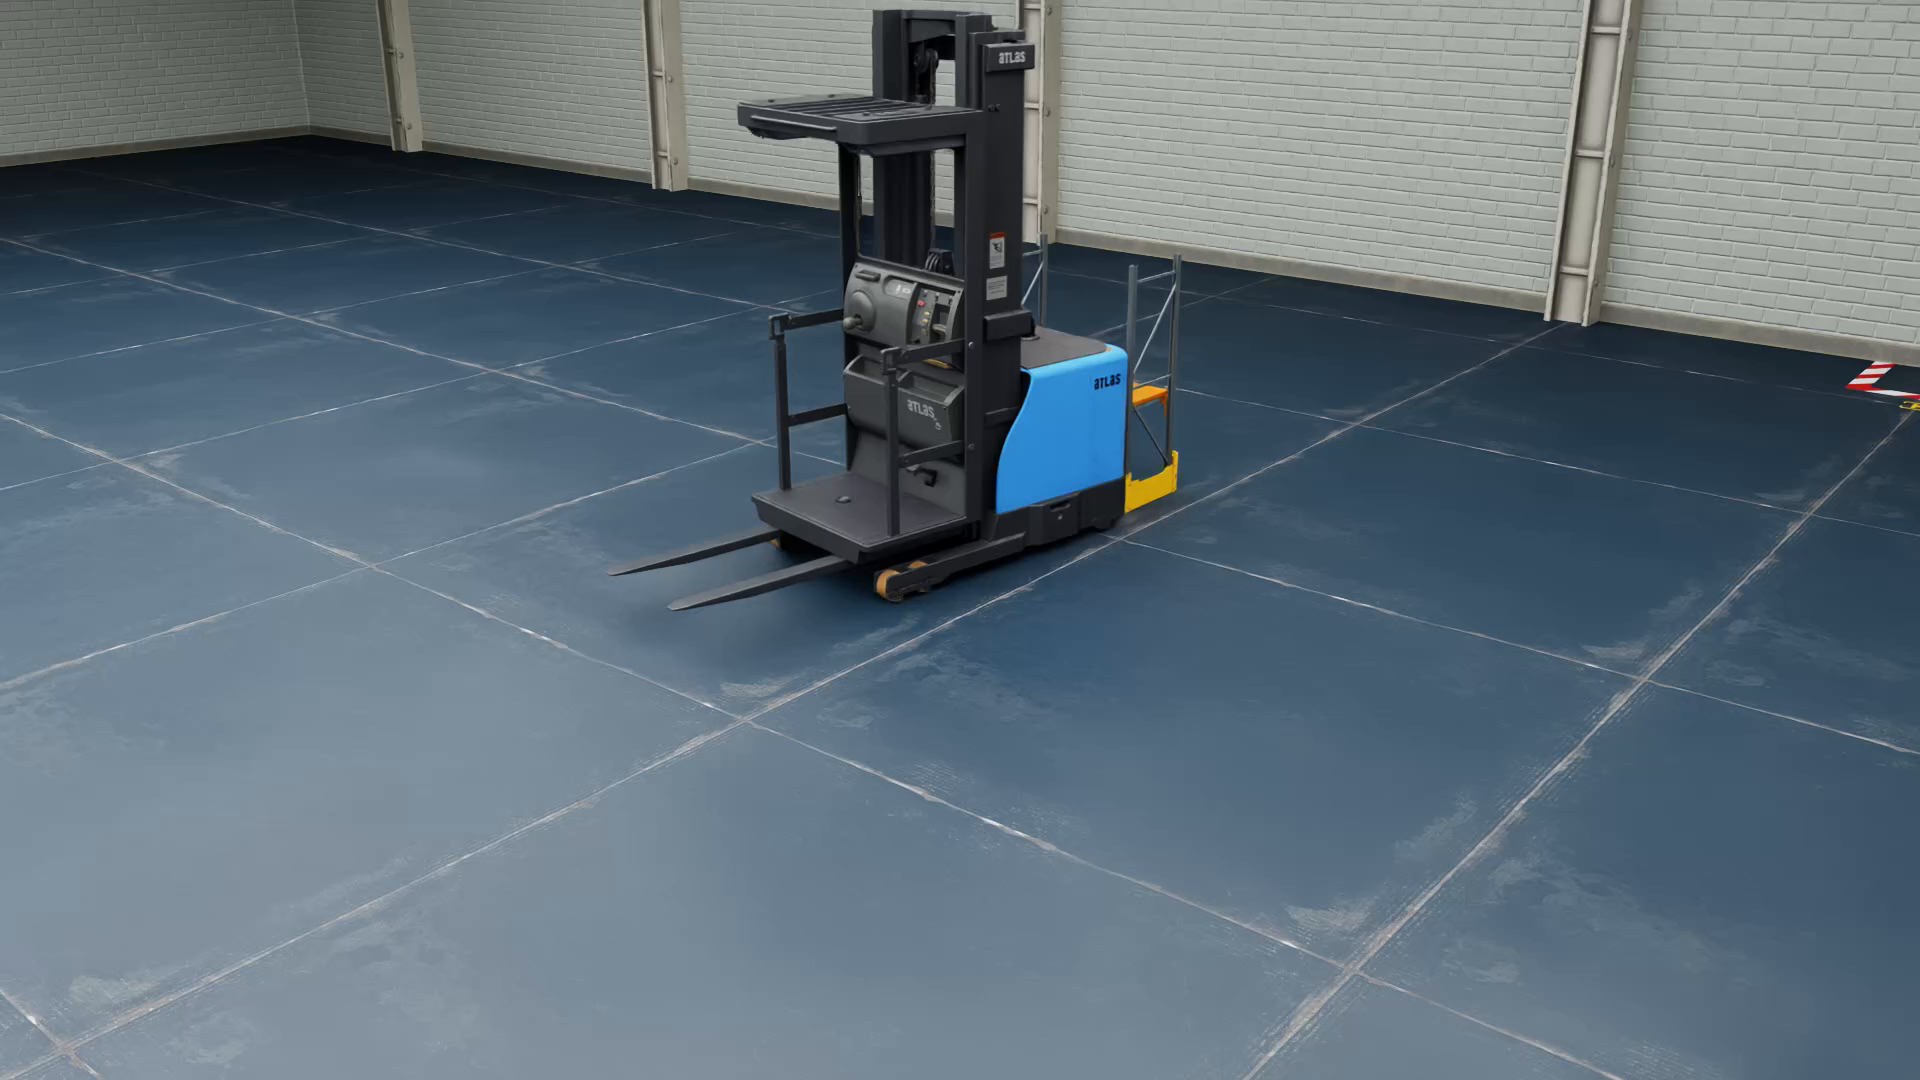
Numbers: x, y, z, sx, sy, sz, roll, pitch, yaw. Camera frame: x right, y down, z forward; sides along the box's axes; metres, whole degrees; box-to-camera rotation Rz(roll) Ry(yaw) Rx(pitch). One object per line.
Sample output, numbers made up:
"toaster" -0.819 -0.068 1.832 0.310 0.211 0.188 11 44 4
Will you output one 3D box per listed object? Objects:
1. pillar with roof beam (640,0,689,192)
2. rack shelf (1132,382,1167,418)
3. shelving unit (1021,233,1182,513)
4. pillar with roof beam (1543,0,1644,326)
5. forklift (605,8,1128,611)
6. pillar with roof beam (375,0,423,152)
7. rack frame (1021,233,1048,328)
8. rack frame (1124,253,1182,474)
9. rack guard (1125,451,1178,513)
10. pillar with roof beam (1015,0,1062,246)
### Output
"pillar with roof beam" -6.544 -7.679 17.279 0.400 9.000 9.100 16 26 36
"rack shelf" 0.770 -0.898 10.433 1.000 0.185 0.538 17 26 38
"shelving unit" 0.776 -1.064 10.364 1.083 1.500 0.587 17 26 38
"pillar with roof beam" 2.753 -5.002 10.179 0.400 9.000 9.100 16 26 36
"forklift" -0.469 -1.255 8.843 3.031 2.935 1.130 -17 26 -37
"pillar with roof beam" -11.192 -9.018 20.829 0.400 9.000 9.100 16 26 36
"rack frame" 0.385 -1.183 10.681 0.032 1.500 0.500 17 26 38
"rack frame" 1.154 -0.949 10.059 0.032 1.500 0.500 17 26 38
"rack guard" 1.153 -0.364 10.280 0.087 0.250 0.587 17 26 38
"pillar with roof beam" -1.895 -6.341 13.729 0.400 9.000 9.100 16 26 36
